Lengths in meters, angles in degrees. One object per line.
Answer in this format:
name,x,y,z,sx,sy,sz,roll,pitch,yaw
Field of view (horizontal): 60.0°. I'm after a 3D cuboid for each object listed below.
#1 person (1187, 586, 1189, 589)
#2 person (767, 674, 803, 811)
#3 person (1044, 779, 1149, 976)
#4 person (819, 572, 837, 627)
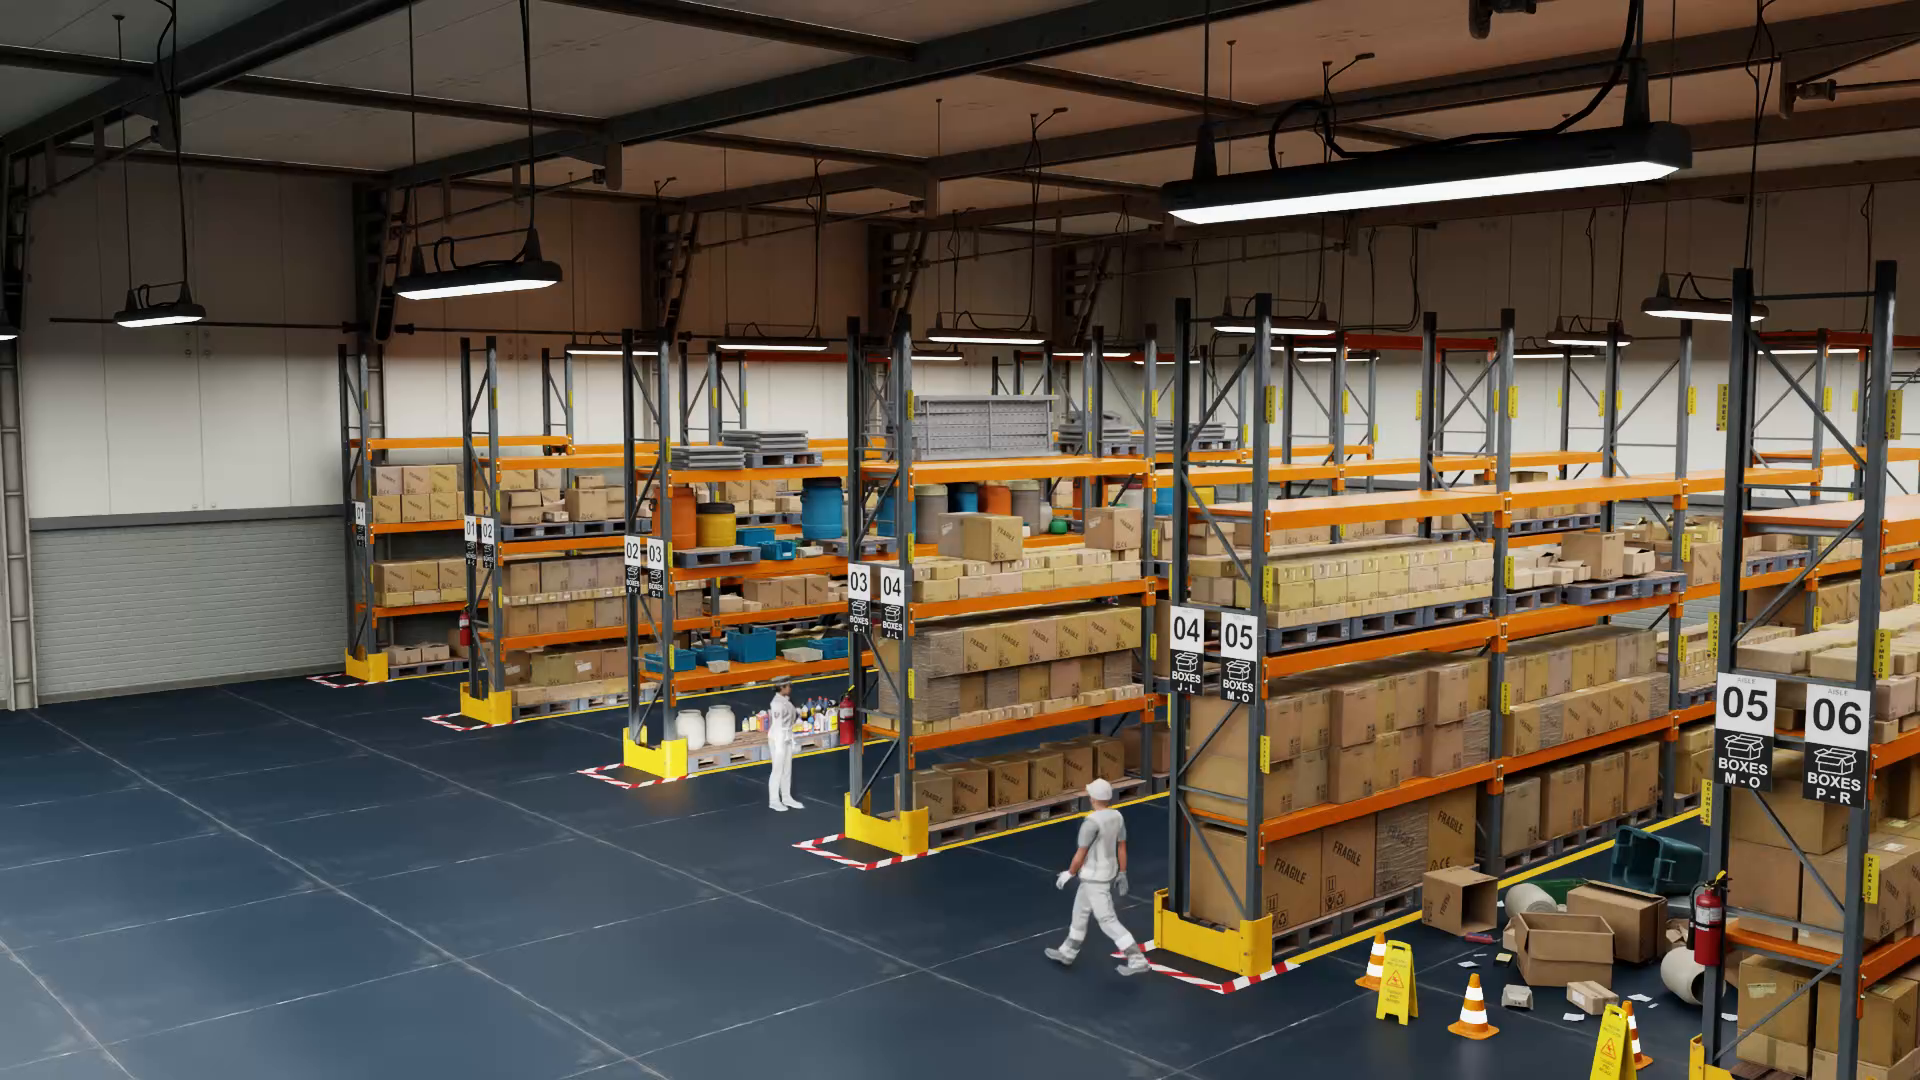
person,5.013,1.212,35.015,0.832,1.643,0.545,-5,7,-42
person,-2.172,2.492,20.496,0.393,1.692,0.497,1,5,10
person,1.261,2.977,14.676,0.904,1.751,0.500,2,6,22
person,-2.577,1.420,33.270,0.648,1.589,0.546,-4,7,-39
